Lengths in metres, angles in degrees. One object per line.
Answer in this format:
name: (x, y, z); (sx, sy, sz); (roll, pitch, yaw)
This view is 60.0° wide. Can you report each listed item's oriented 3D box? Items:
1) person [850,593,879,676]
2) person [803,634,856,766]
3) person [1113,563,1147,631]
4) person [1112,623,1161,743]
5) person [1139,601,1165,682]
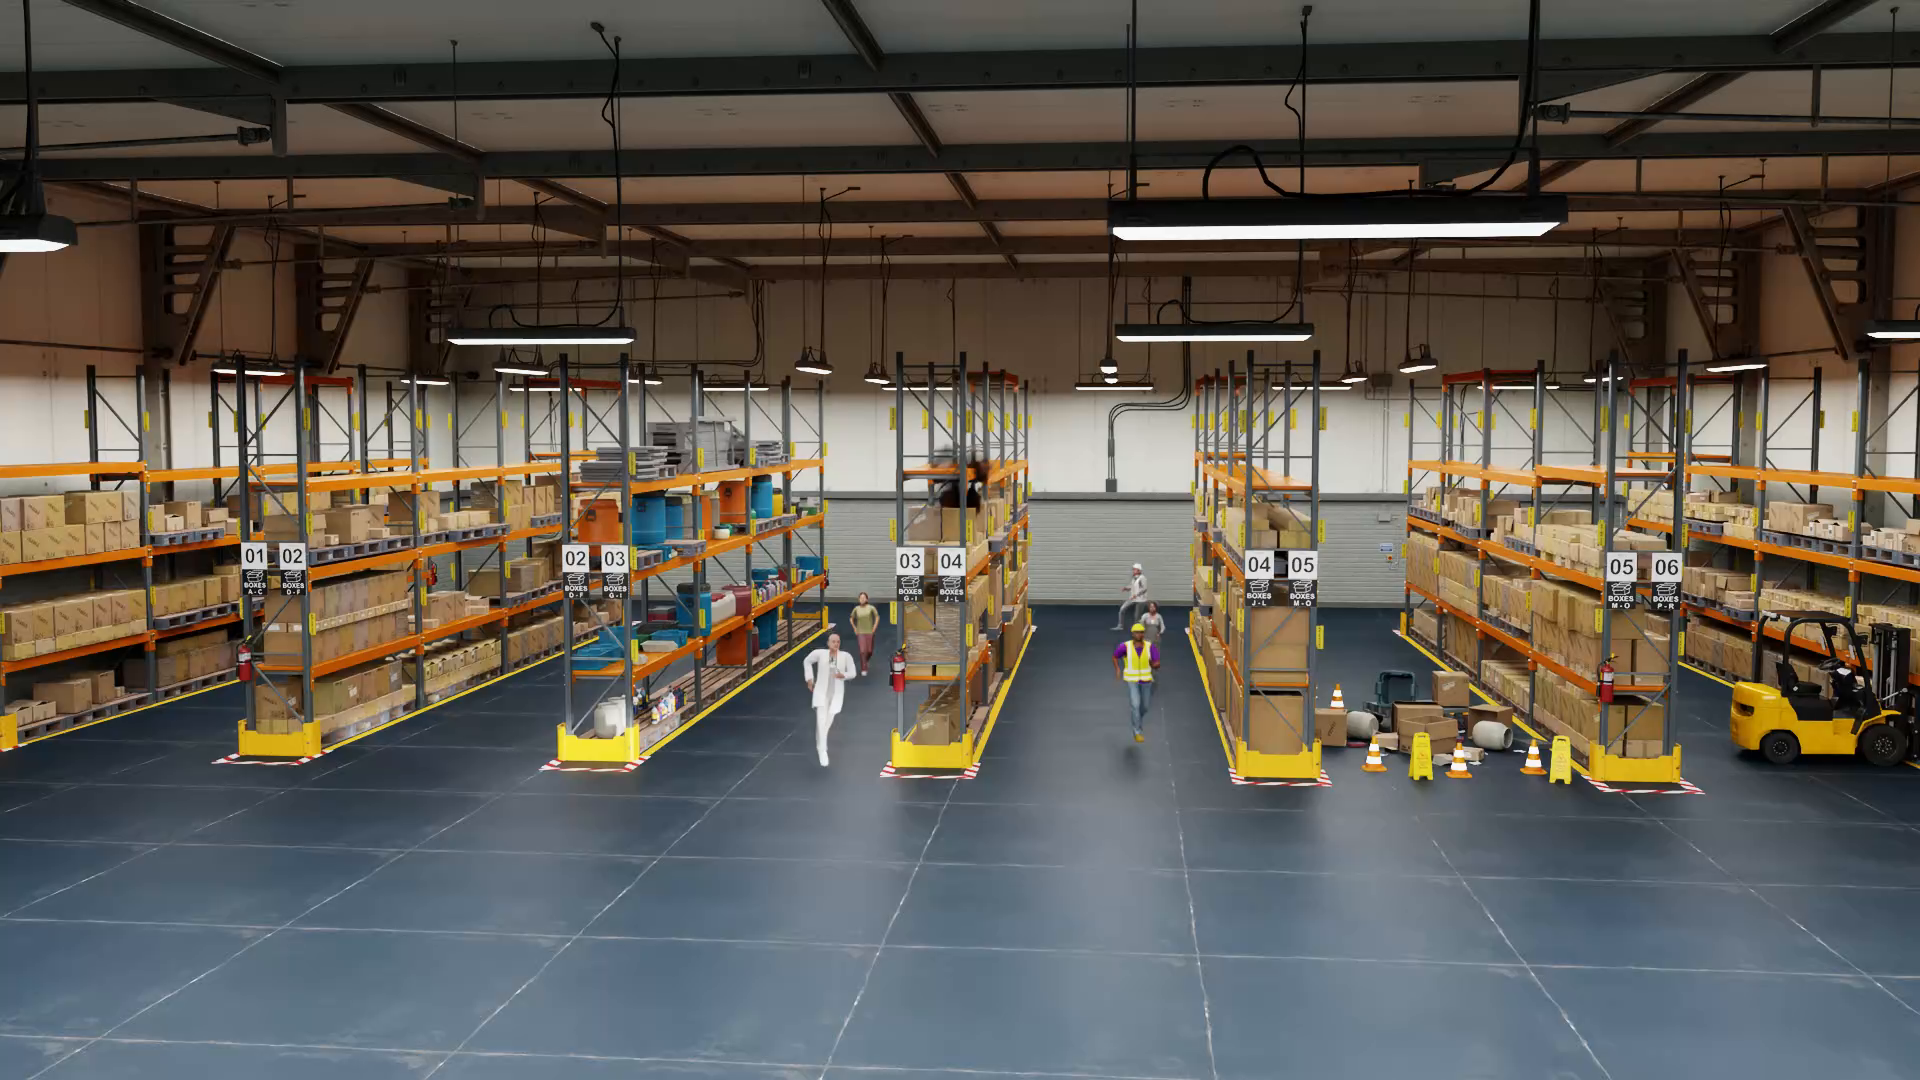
person: (-1.894, 1.854, 32.958); (0.582, 1.635, 0.553); (0, 4, -2)
person: (-1.852, 2.235, 23.821); (0.719, 1.809, 1.055); (-1, 4, -15)
person: (4.193, 1.366, 39.668); (0.890, 1.618, 0.724); (-3, 5, -40)
person: (2.687, 2.127, 25.109); (0.707, 1.743, 0.985); (-1, 4, -8)
person: (3.682, 1.969, 31.940); (0.531, 1.537, 0.539); (0, 4, -1)
